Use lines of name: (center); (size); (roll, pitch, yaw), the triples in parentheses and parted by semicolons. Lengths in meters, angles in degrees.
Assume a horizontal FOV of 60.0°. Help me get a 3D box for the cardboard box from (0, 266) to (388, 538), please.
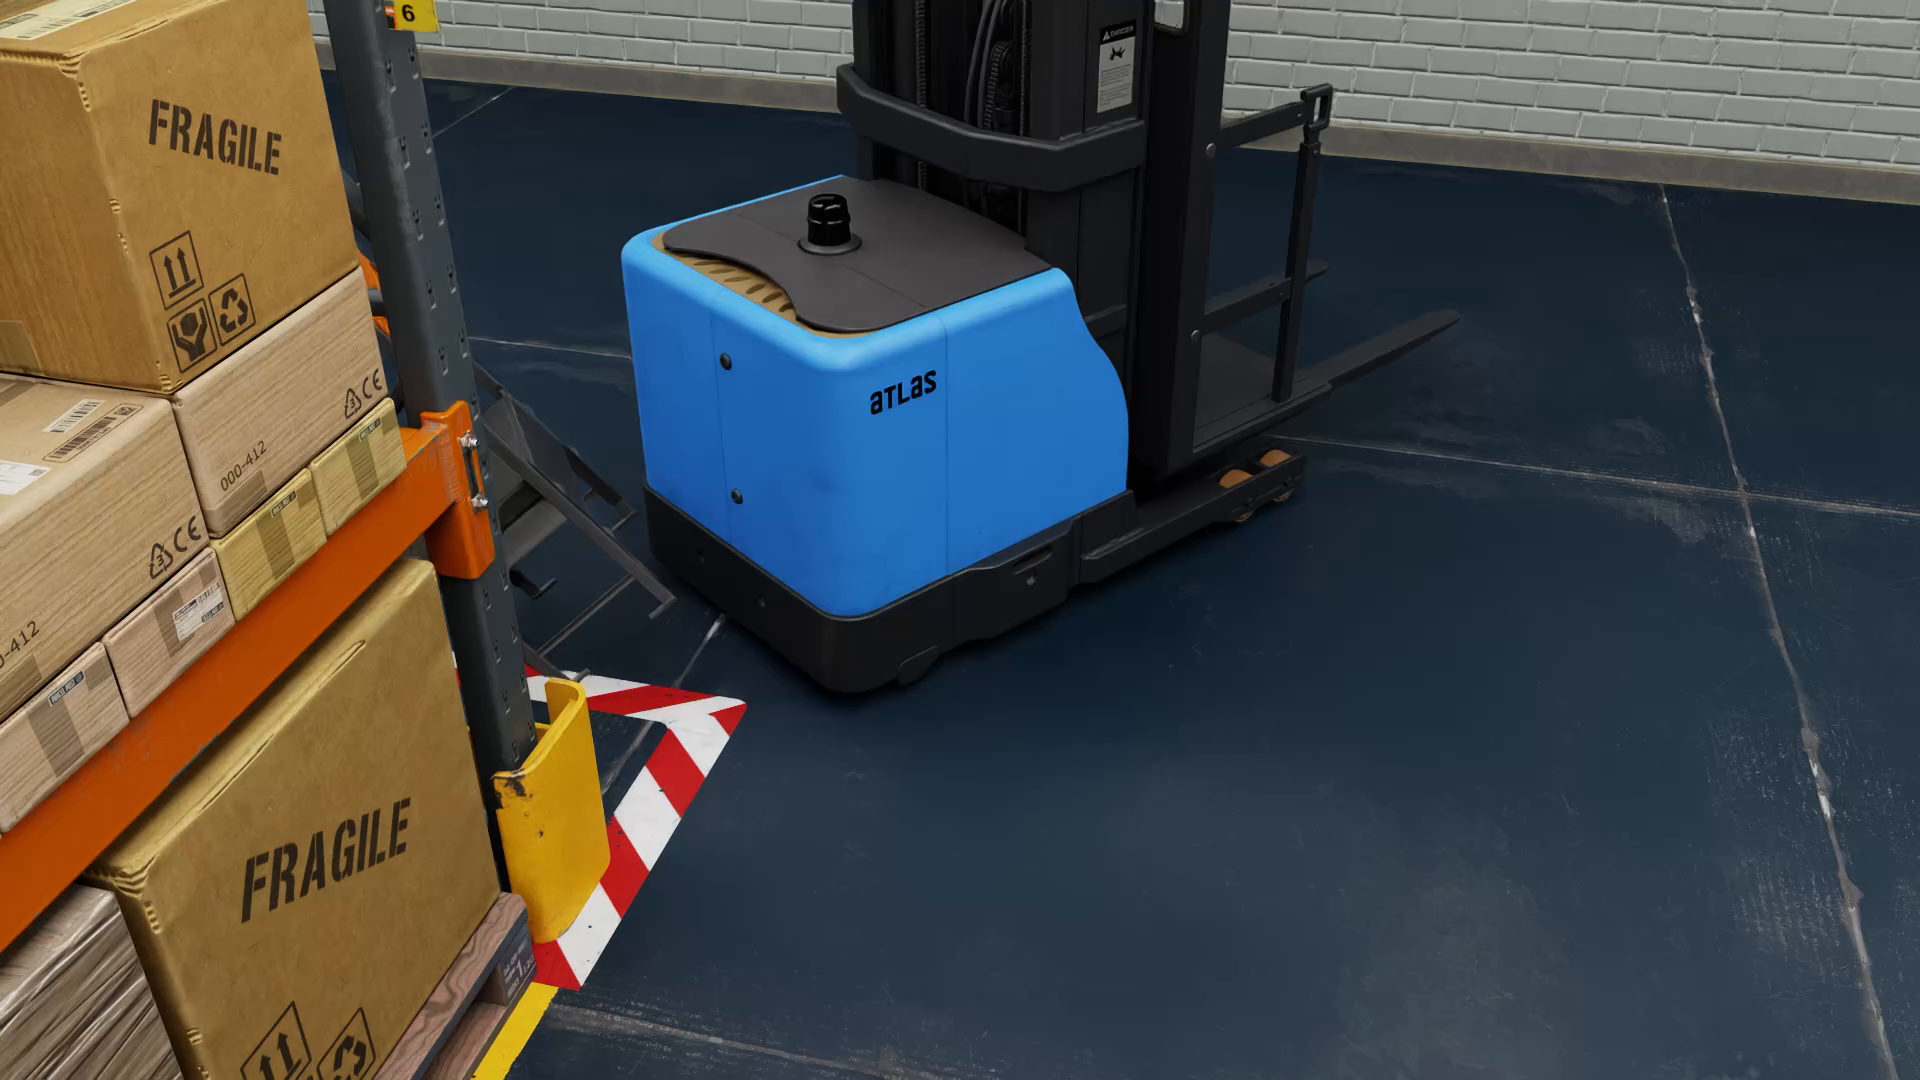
cardboard box: (-1.314, -0.266, 2.734); (0.500, 0.250, 0.500); (7, 33, 12)

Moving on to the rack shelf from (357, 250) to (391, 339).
rack shelf: (-1.560, -0.443, 4.098); (0.431, 0.518, 0.480); (-40, 38, 2)

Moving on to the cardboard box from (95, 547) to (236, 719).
cardboard box: (-1.349, 0.111, 2.514); (0.380, 0.149, 0.250); (8, 33, 12)

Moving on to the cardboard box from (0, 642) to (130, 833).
cardboard box: (-1.413, 0.240, 2.311); (0.380, 0.149, 0.250); (9, 33, 13)

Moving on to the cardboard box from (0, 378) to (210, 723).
cardboard box: (-1.443, -0.002, 2.320); (0.500, 0.250, 0.500); (7, 33, 12)

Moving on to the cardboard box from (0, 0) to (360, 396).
cardboard box: (-1.317, -0.581, 2.531); (0.500, 0.500, 0.500); (8, 33, 13)

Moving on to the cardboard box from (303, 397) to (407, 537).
cardboard box: (-1.219, -0.155, 2.932); (0.380, 0.149, 0.250); (9, 33, 13)

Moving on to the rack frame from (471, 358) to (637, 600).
rack frame: (-1.658, -0.571, 4.282); (0.400, 2.100, 0.015); (-40, 38, 2)

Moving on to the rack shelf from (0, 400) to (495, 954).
rack shelf: (-1.955, 0.851, 1.787); (1.077, 0.370, 4.000); (8, 33, 12)

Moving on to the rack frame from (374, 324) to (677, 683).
rack frame: (-1.476, -0.332, 3.898); (0.400, 2.100, 0.015); (-40, 38, 2)

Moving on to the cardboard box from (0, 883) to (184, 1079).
cardboard box: (-1.763, 1.044, 2.401); (0.875, 0.875, 0.875); (8, 33, 12)

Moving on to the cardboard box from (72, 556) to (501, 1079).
cardboard box: (-1.532, 0.572, 3.144); (0.875, 0.875, 0.875); (8, 33, 12)

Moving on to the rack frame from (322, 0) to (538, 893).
rack frame: (-1.447, -0.491, 3.226); (1.000, 3.000, 0.127); (8, 33, 12)

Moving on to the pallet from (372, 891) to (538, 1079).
pallet: (-1.575, 1.112, 3.305); (1.003, 0.211, 1.213); (8, 33, 12)

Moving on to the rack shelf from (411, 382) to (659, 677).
rack shelf: (-1.194, -0.031, 4.529); (0.431, 0.518, 0.480); (-40, 38, 2)

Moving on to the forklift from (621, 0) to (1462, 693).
forklift: (0.496, -1.486, 4.855); (3.031, 2.935, 1.130); (-25, 40, -34)

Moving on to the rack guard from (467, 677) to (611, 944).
rack guard: (-1.441, 0.552, 3.916); (1.175, 0.500, 0.348); (8, 33, 12)

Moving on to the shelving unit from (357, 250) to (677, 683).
shelving unit: (-1.567, -0.451, 4.090); (0.431, 2.100, 0.503); (-40, 38, 2)

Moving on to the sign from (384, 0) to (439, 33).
sign: (-0.926, -0.998, 2.724); (0.100, 0.325, 0.005); (8, 33, 12)

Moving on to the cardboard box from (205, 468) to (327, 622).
cardboard box: (-1.284, -0.020, 2.720); (0.380, 0.149, 0.250); (8, 33, 13)
